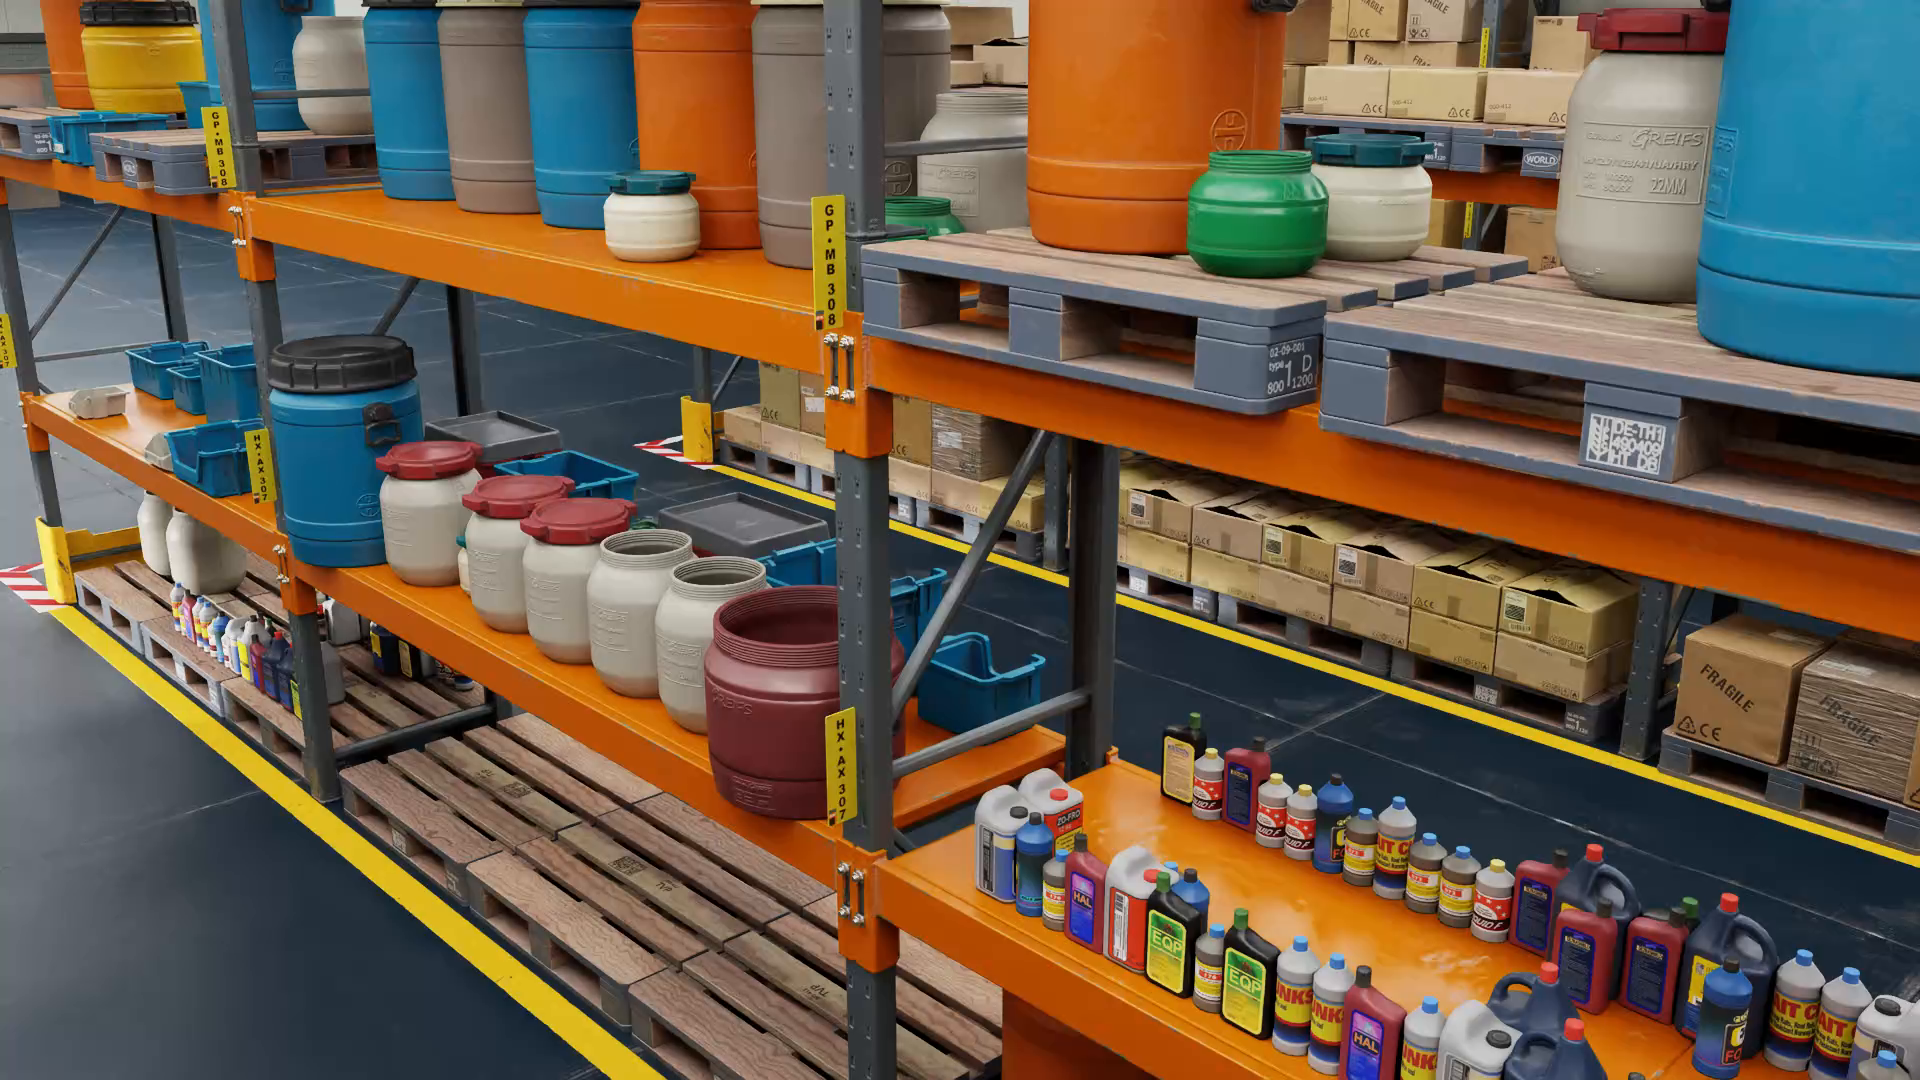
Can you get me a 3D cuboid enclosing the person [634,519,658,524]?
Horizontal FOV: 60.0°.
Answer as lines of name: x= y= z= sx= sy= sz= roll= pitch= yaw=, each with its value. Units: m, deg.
person: x=-1.698 y=0.307 z=9.174 sx=0.866 sy=0.947 sz=0.412 roll=16 pitch=24 yaw=42
